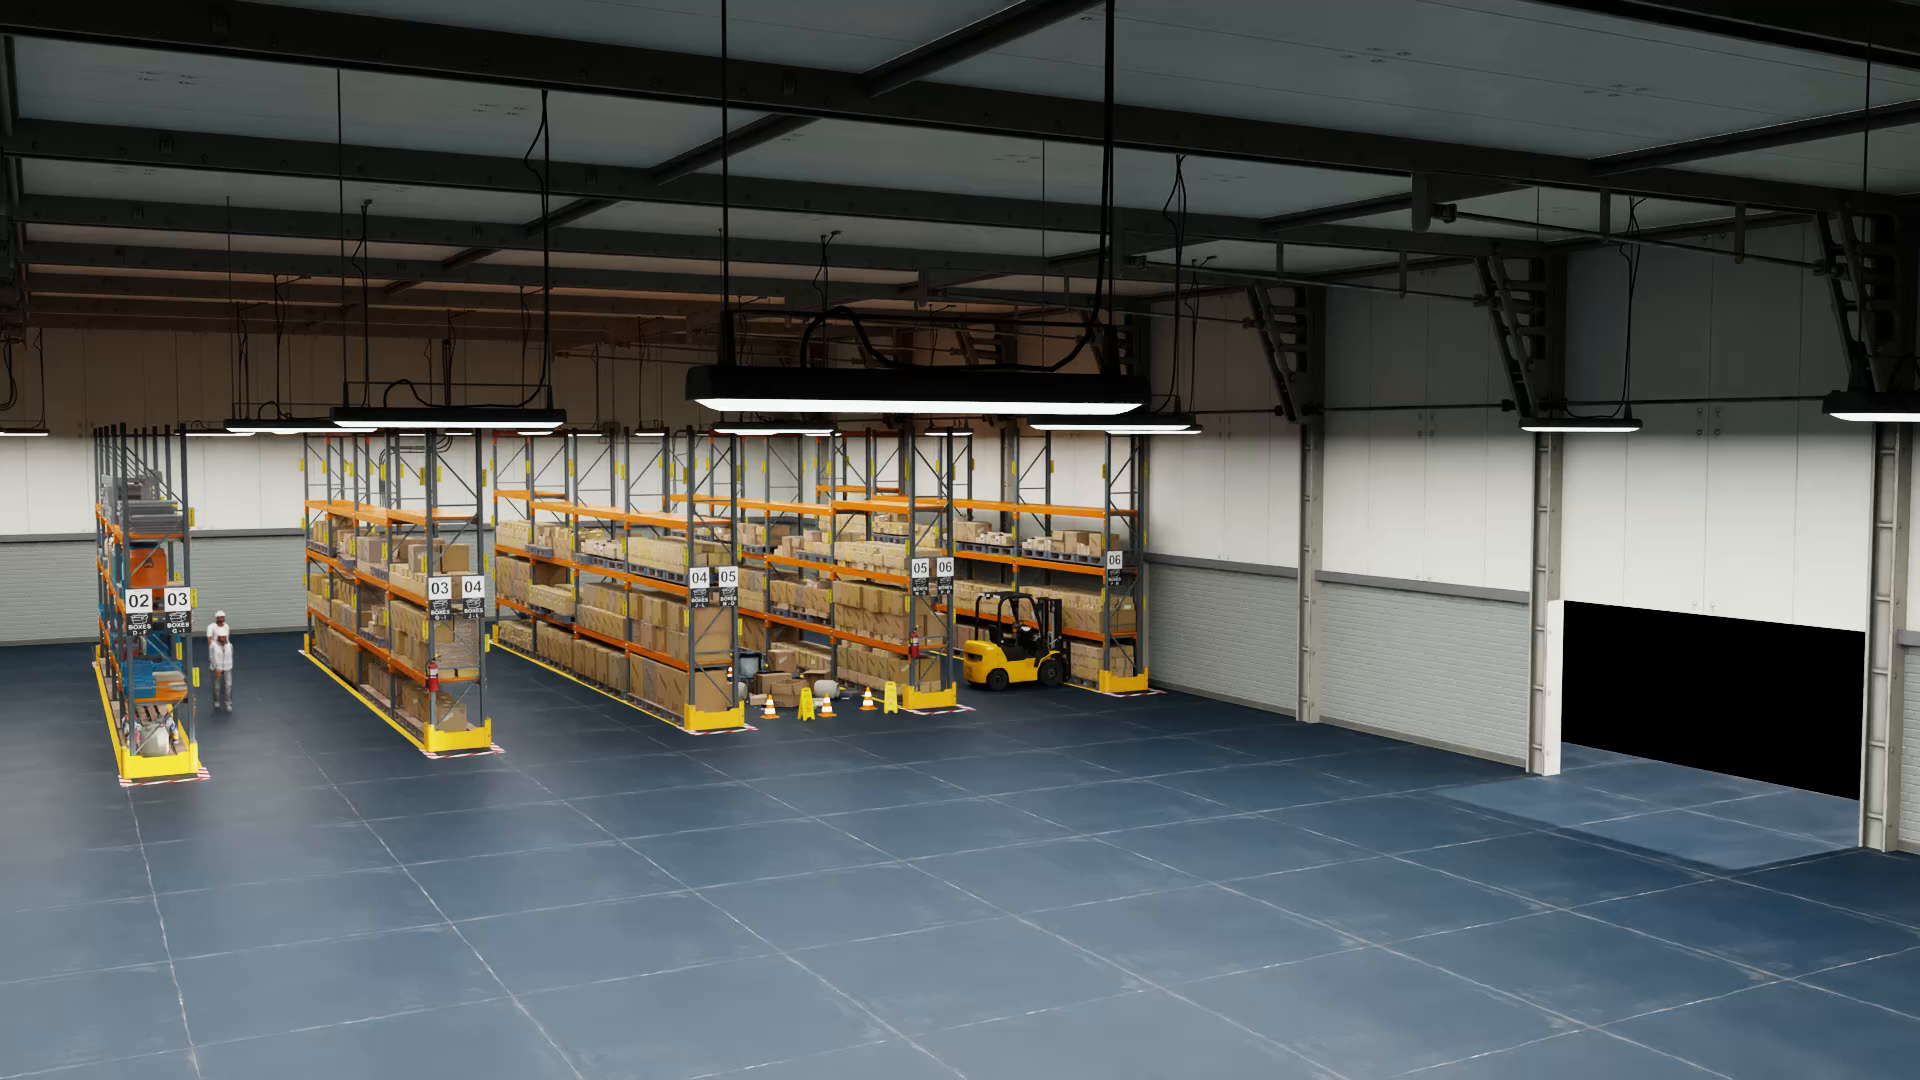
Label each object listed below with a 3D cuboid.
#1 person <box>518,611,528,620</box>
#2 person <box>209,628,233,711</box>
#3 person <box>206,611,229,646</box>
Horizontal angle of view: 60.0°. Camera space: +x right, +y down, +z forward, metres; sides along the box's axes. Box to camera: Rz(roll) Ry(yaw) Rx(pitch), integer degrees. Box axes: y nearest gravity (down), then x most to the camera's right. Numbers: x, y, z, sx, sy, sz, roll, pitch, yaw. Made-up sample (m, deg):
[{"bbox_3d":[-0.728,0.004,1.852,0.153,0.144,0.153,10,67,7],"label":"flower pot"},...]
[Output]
[{"bbox_3d":[-12.999,1.915,49.658,0.437,1.589,0.557,1,4,10],"label":"person"},{"bbox_3d":[-15.576,2.720,35.122,0.524,1.717,0.967,-3,4,-39],"label":"person"},{"bbox_3d":[-17.276,2.515,38.747,0.531,1.714,1.093,-2,4,-33],"label":"person"}]
